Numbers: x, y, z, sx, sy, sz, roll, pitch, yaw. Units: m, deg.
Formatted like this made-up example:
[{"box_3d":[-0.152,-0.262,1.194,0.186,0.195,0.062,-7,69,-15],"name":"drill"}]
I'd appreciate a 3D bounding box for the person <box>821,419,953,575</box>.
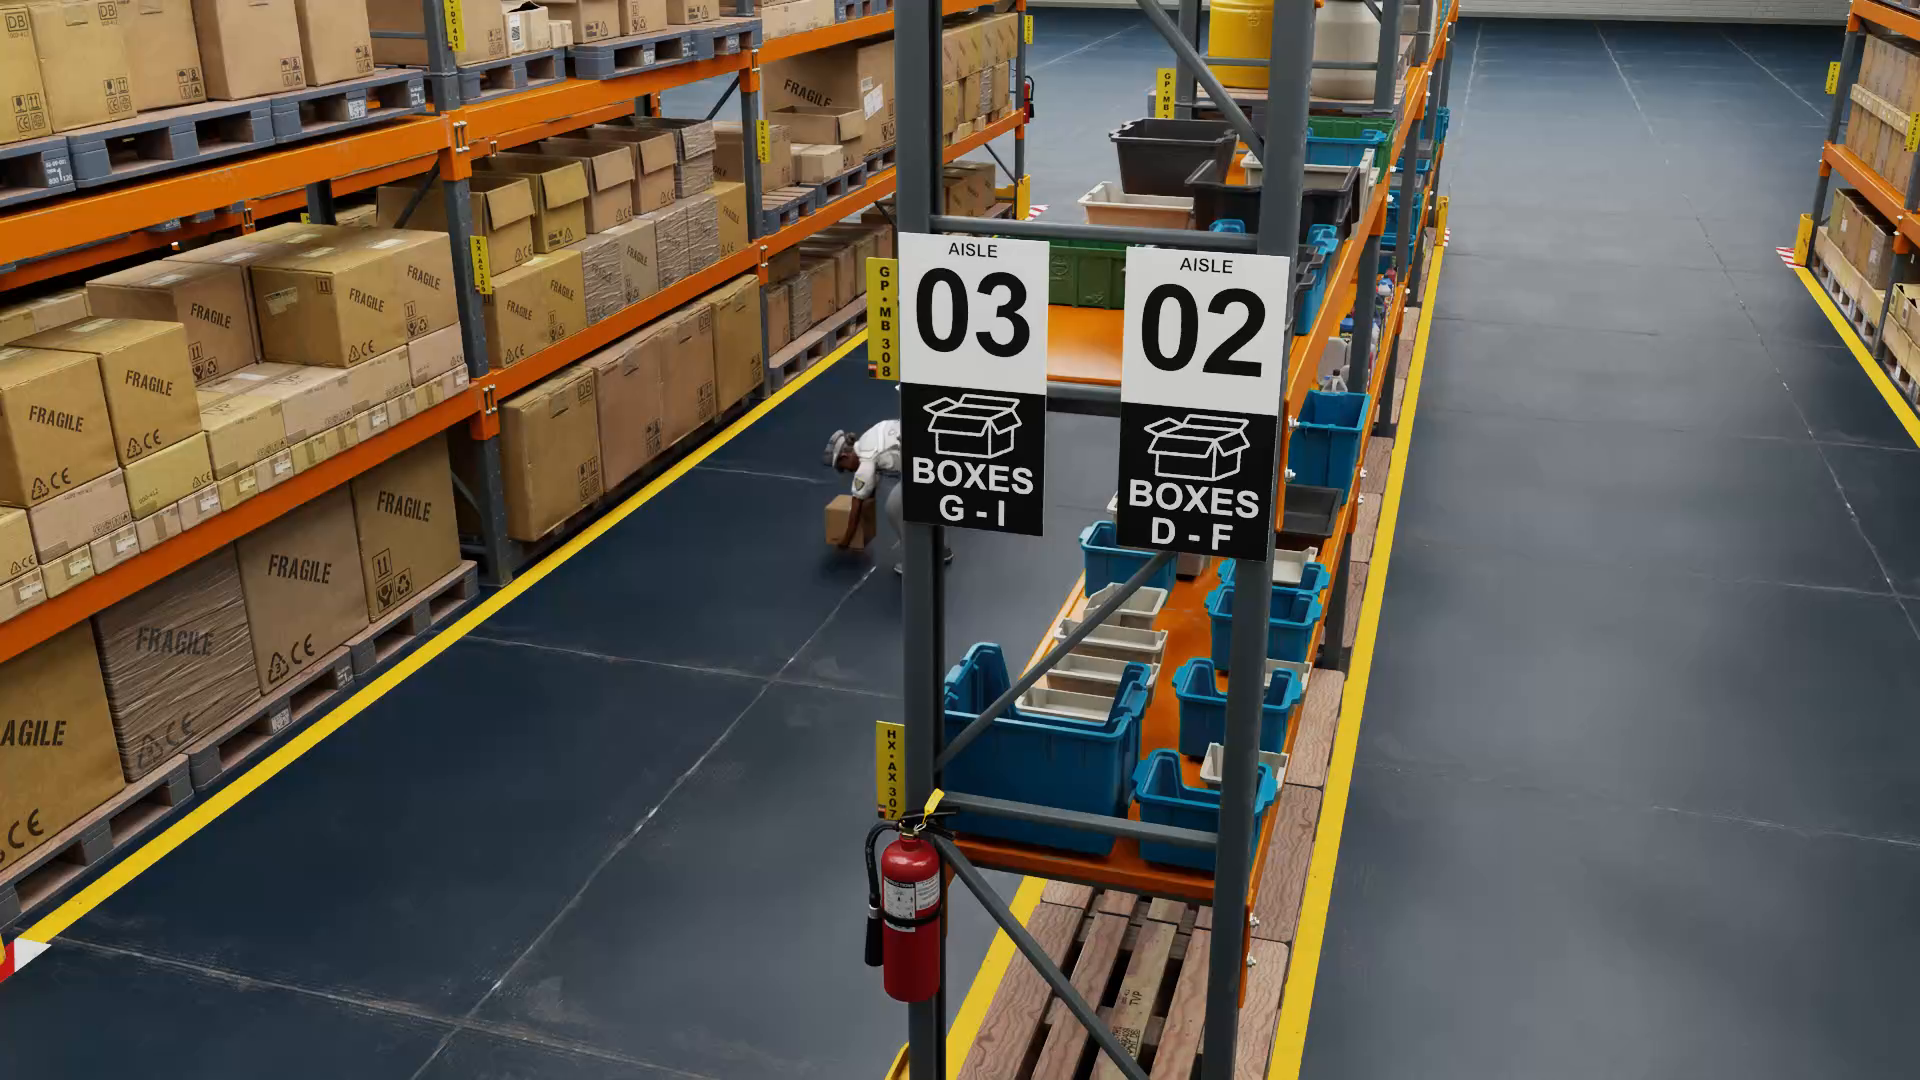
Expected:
[{"box_3d":[-0.403,-0.296,10.254,0.918,0.962,0.456,5,23,13],"name":"person"}]
